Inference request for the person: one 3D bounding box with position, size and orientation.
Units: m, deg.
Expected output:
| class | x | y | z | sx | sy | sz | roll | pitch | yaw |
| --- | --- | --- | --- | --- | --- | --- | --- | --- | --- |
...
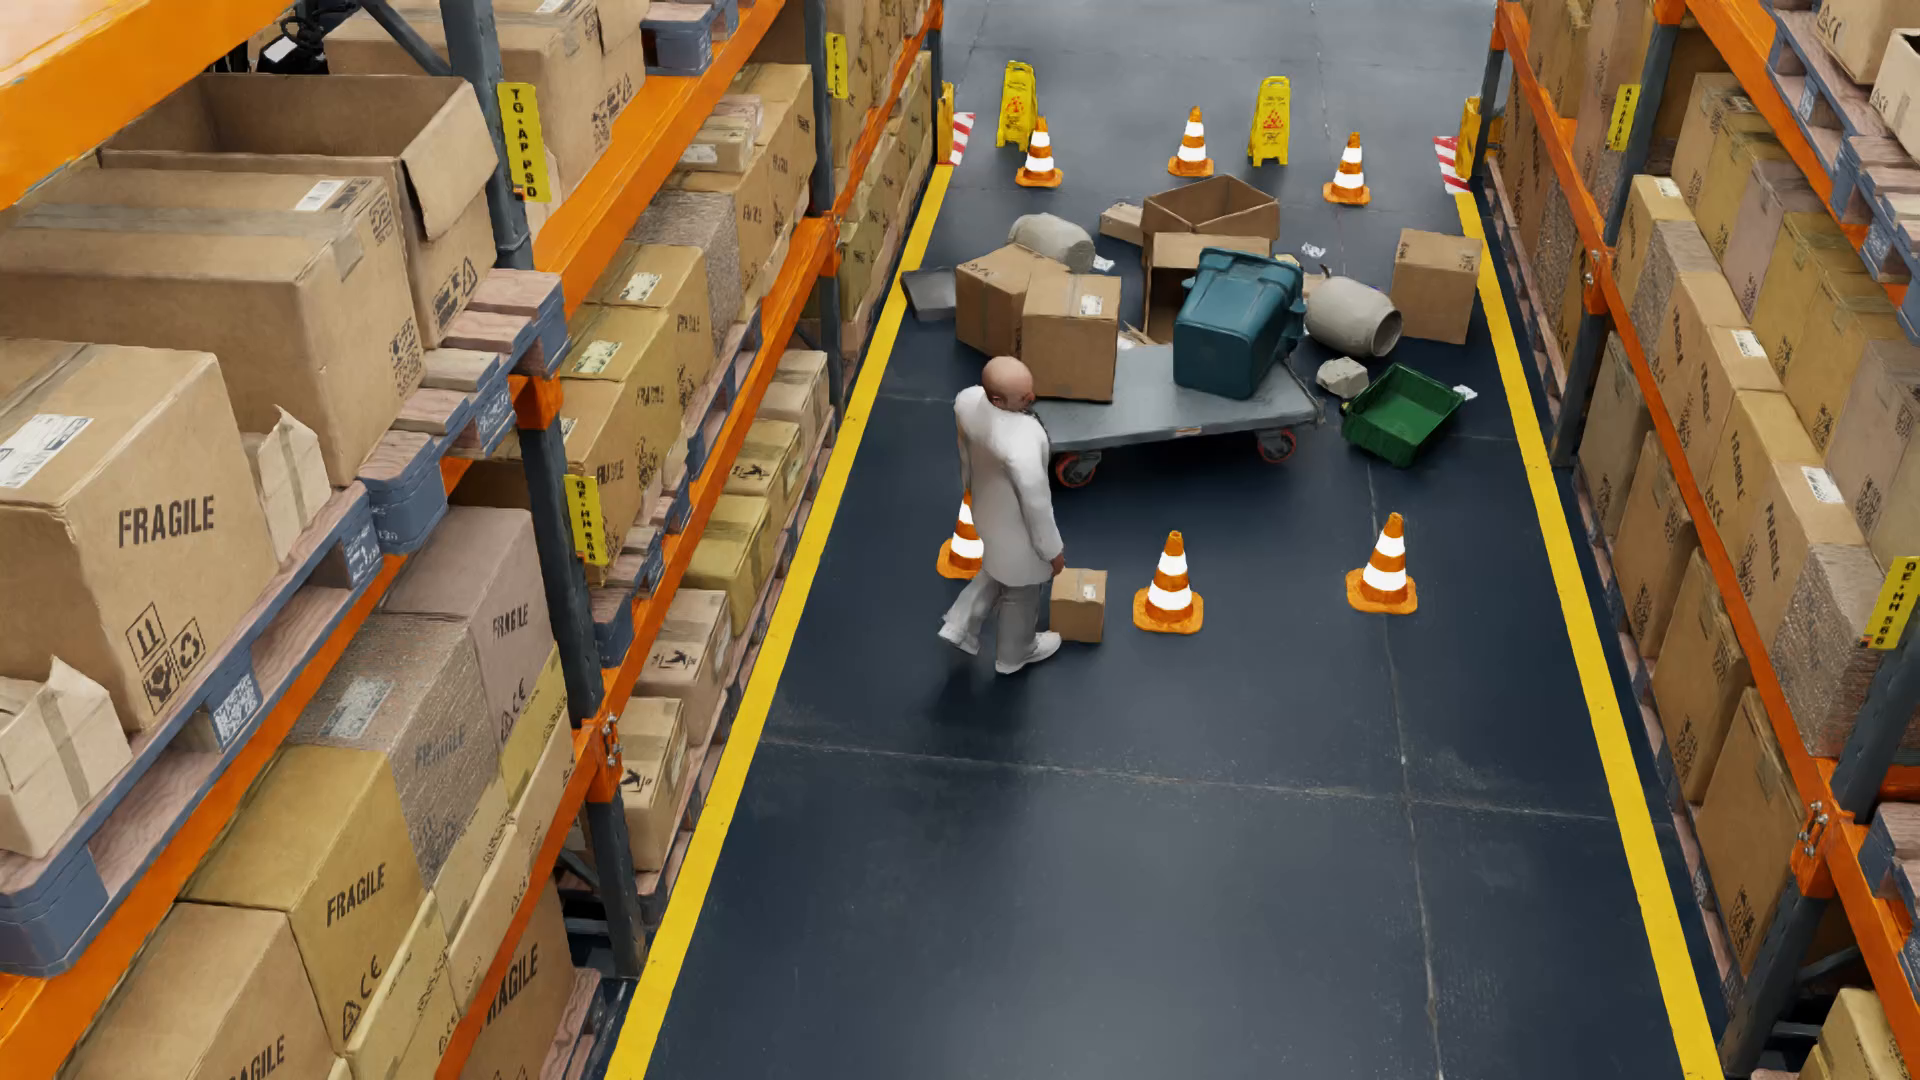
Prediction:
| class | x | y | z | sx | sy | sz | roll | pitch | yaw |
| --- | --- | --- | --- | --- | --- | --- | --- | --- | --- |
| person | 0.232 | -0.094 | 7.184 | 0.647 | 1.752 | 0.650 | -19 | 40 | -25 |
